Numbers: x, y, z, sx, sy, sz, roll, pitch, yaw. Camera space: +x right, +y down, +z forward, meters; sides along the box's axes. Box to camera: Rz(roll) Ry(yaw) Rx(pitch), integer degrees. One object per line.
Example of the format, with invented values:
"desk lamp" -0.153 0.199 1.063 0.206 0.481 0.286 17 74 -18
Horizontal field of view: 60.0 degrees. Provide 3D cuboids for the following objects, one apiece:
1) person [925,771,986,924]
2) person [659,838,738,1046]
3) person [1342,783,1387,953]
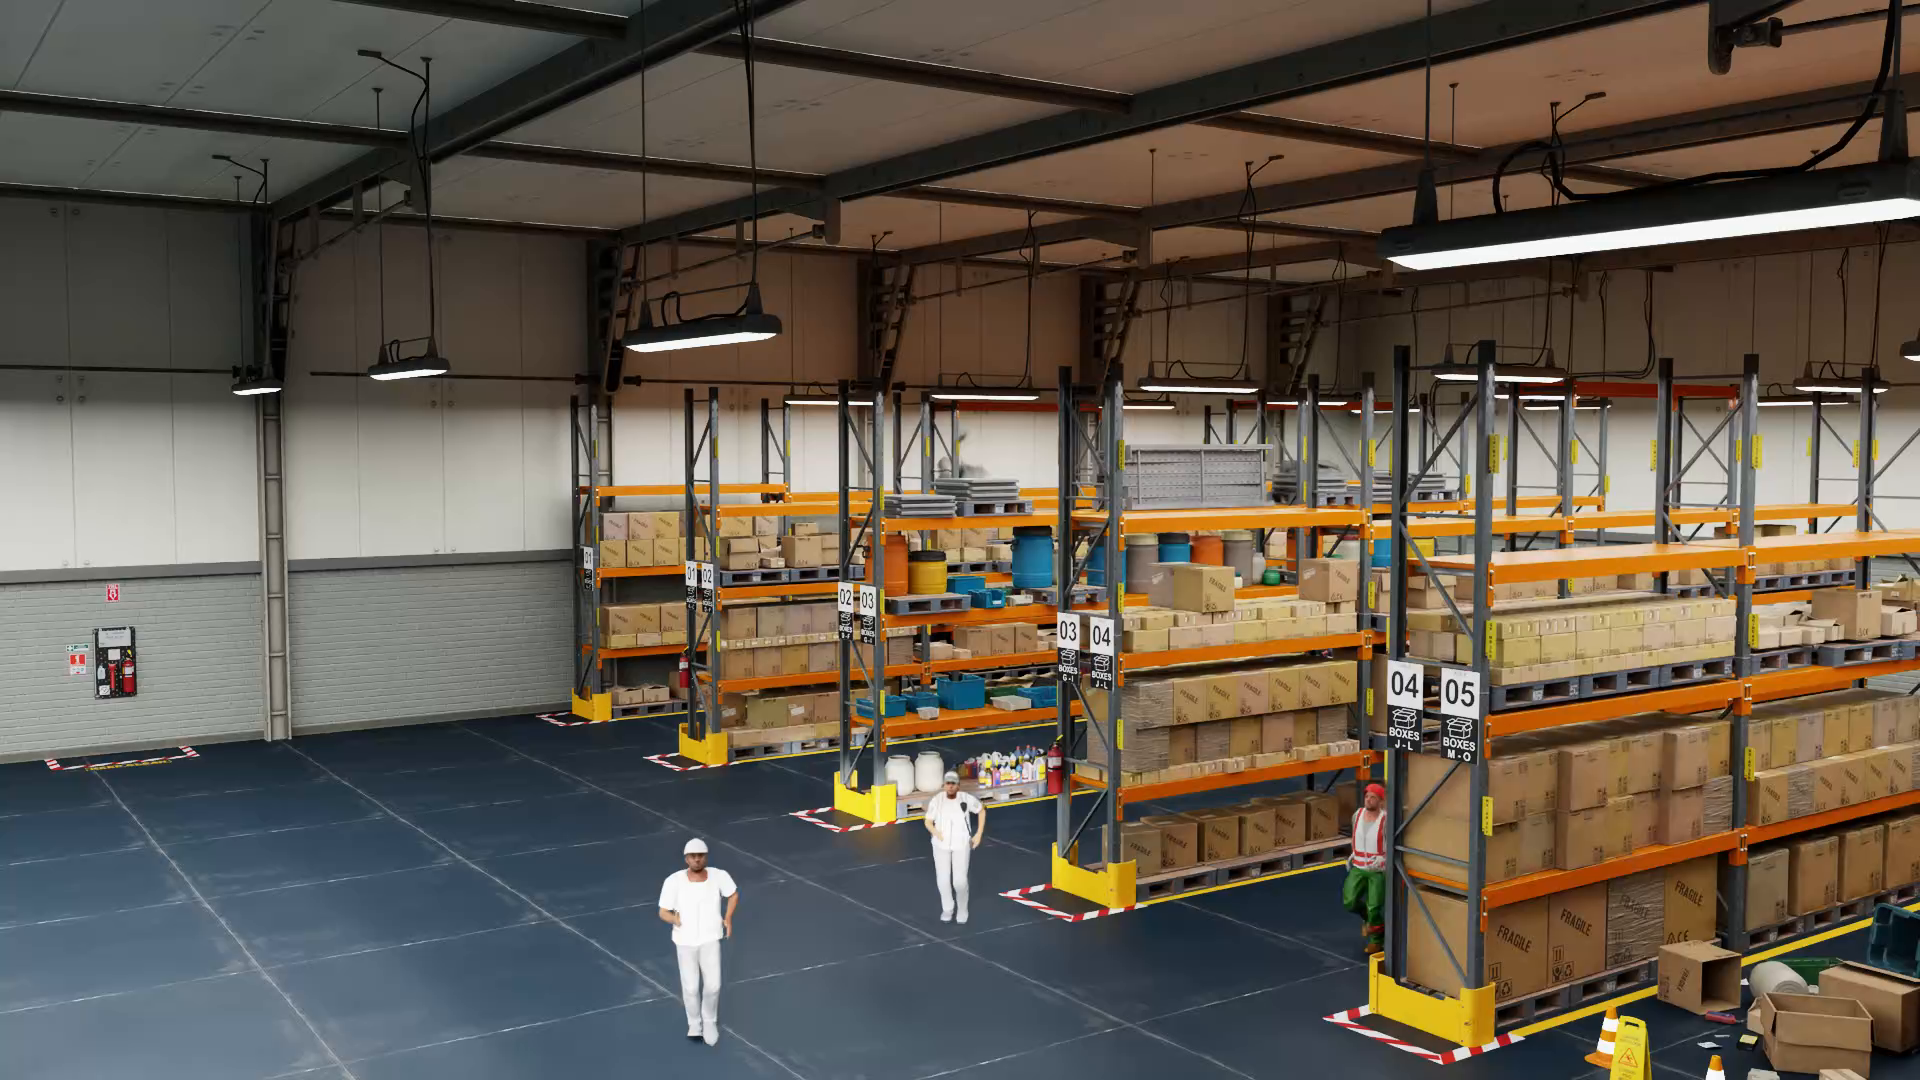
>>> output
"person" -0.063 3.287 17.700 0.635 1.663 0.646 0 3 6
"person" -2.221 3.438 14.169 0.677 1.771 0.649 -1 3 -9
"person" 4.119 3.304 16.685 0.593 1.725 0.569 3 5 40
